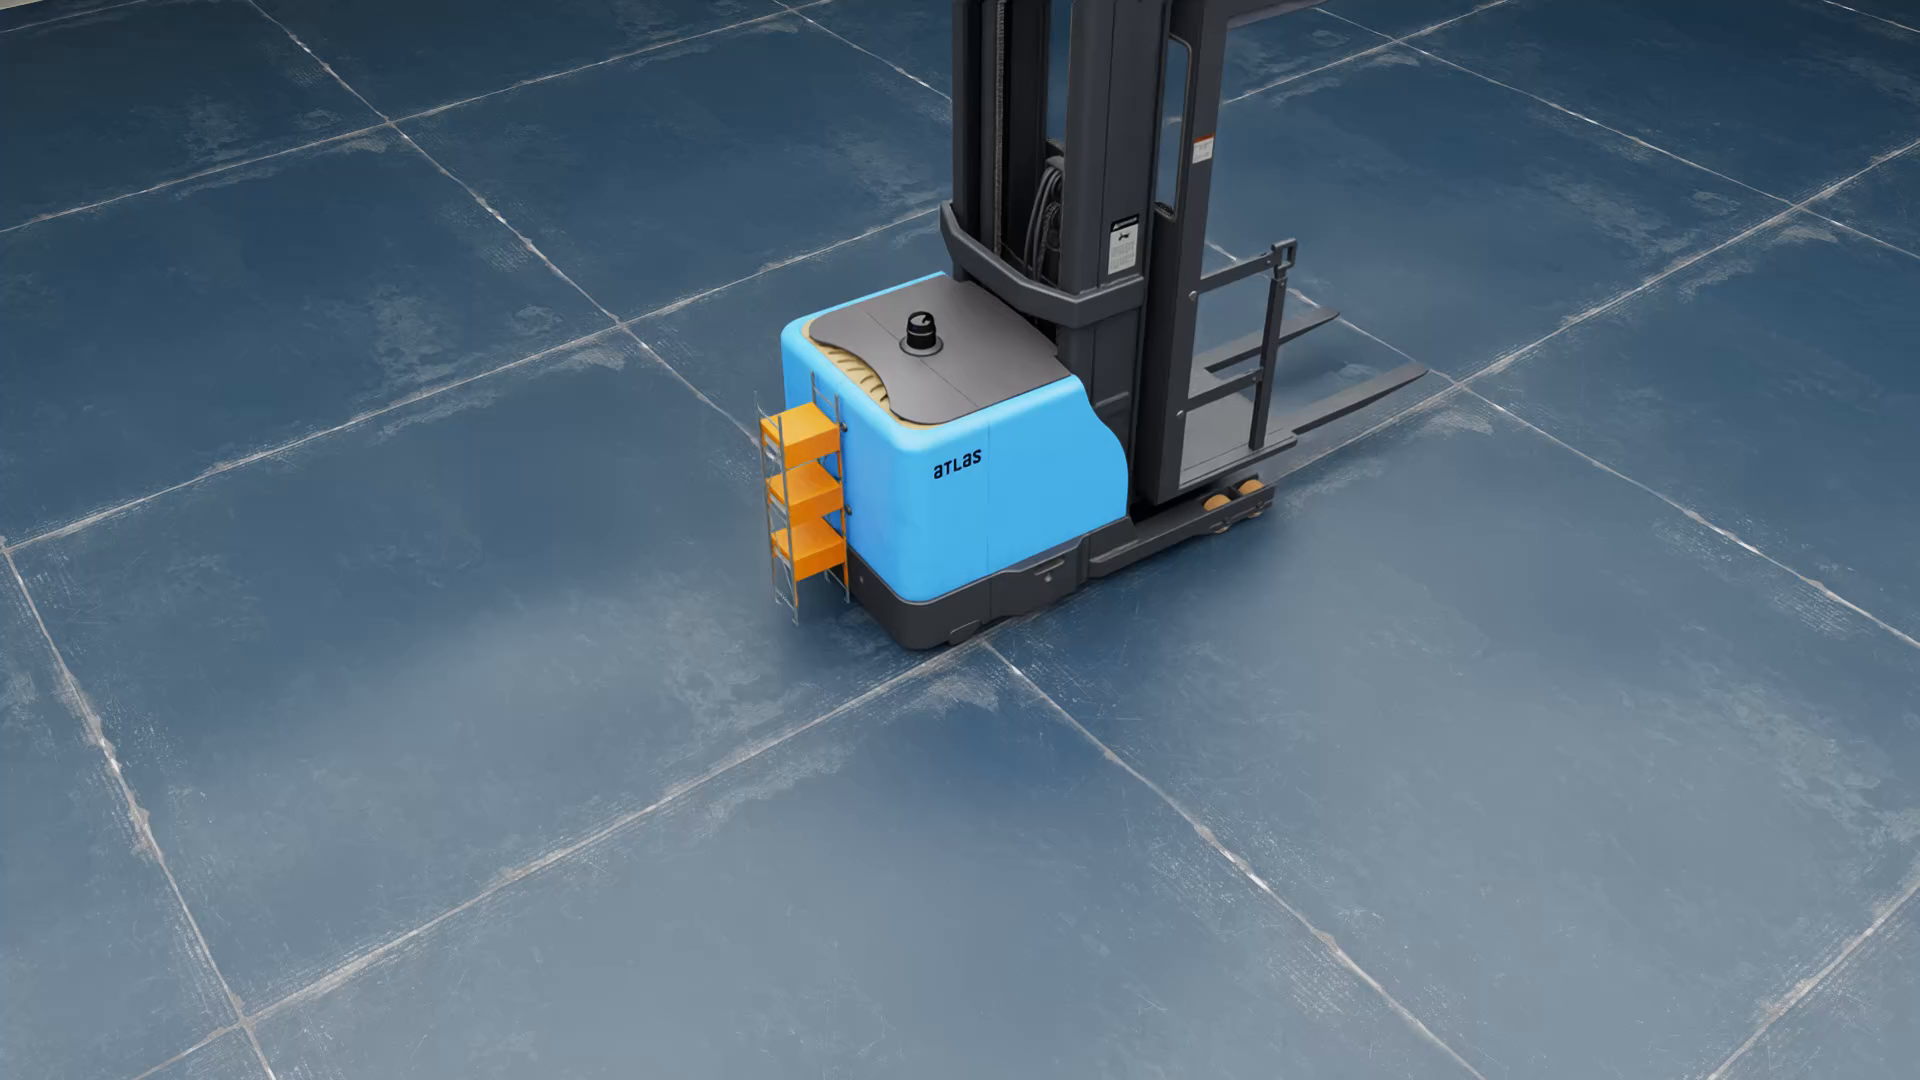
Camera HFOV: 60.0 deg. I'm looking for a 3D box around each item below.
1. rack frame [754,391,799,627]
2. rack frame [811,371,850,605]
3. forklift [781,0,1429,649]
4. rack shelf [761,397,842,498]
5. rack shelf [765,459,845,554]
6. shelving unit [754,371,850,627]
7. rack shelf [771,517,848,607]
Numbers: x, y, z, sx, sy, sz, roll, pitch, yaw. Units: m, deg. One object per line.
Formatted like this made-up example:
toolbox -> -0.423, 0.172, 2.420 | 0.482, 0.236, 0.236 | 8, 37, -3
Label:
rack frame -> -0.719, -0.105, 6.550 | 0.008, 1.050, 0.200 | -23, 45, -25
rack frame -> -0.516, -0.190, 6.654 | 0.008, 1.050, 0.200 | -23, 45, -25
forklift -> 0.783, -1.423, 6.674 | 3.031, 2.935, 1.130 | -23, 45, -25
rack shelf -> -0.617, -0.359, 6.429 | 0.240, 0.259, 0.215 | -23, 45, -25
rack shelf -> -0.617, -0.139, 6.609 | 0.240, 0.259, 0.215 | -23, 45, -25
shelving unit -> -0.617, -0.148, 6.602 | 0.252, 1.050, 0.215 | -23, 45, -25
rack shelf -> -0.617, 0.075, 6.785 | 0.240, 0.259, 0.215 | -23, 45, -25
